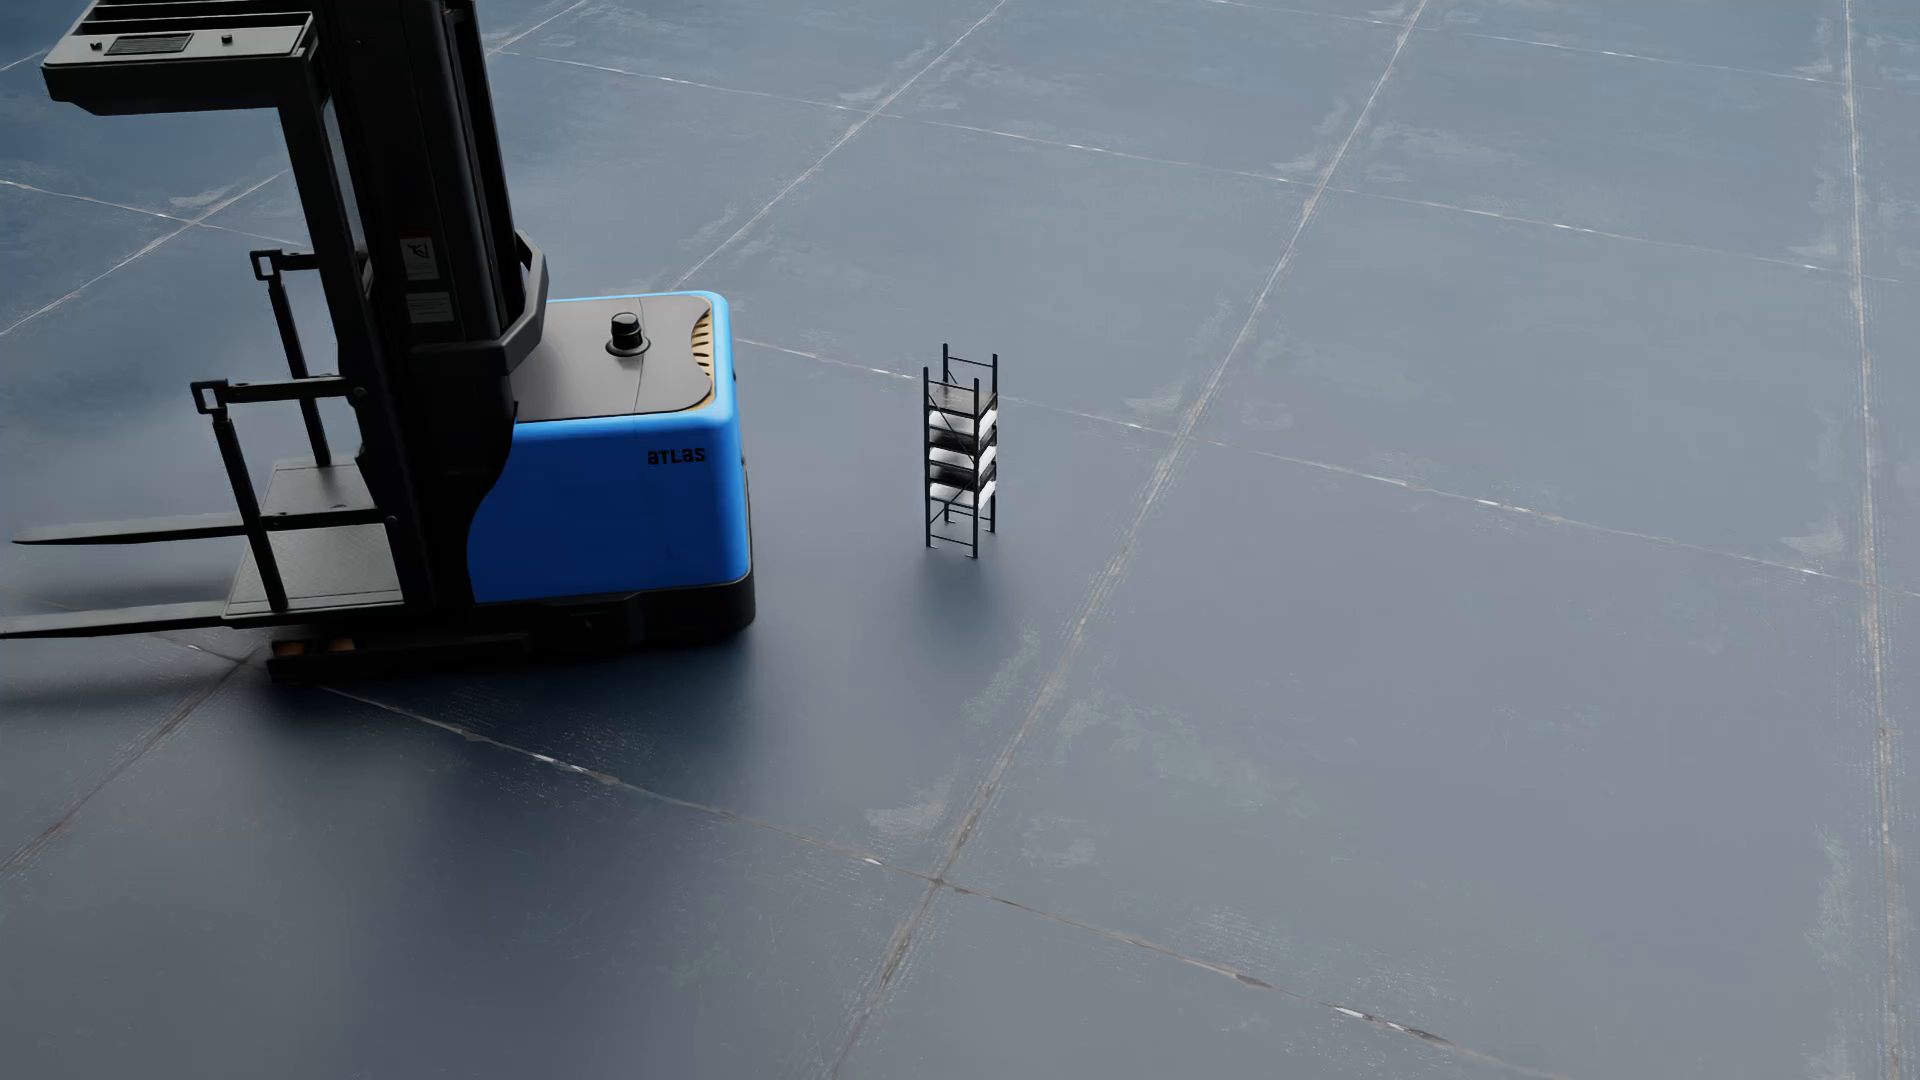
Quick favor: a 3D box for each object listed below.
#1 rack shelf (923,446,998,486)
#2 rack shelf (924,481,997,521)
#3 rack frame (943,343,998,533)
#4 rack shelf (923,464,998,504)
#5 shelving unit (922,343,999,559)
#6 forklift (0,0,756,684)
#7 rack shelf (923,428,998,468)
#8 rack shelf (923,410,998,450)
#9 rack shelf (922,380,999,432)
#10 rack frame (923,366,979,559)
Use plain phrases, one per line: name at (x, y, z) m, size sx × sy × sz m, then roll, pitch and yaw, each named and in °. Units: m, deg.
rack shelf at (0.003, -0.338, 7.007) m, size 0.258 × 0.077 × 0.200 m, roll 14°, pitch 39°, yaw 18°
rack shelf at (0.003, -0.194, 7.114) m, size 0.258 × 0.077 × 0.200 m, roll 14°, pitch 39°, yaw 18°
rack frame at (0.042, -0.421, 7.062) m, size 0.240 × 0.900 × 0.006 m, roll 14°, pitch 39°, yaw 18°
rack shelf at (0.003, -0.266, 7.060) m, size 0.258 × 0.077 × 0.200 m, roll 14°, pitch 39°, yaw 18°
shelving unit at (0.003, -0.365, 6.987) m, size 0.258 × 0.900 × 0.210 m, roll 14°, pitch 39°, yaw 18°
forklift at (-2.384, -0.948, 6.070) m, size 3.031 × 2.935 × 1.130 m, roll -5°, pitch 37°, yaw -6°
rack shelf at (0.003, -0.410, 6.953) m, size 0.258 × 0.077 × 0.200 m, roll 14°, pitch 39°, yaw 18°
rack shelf at (0.003, -0.482, 6.899) m, size 0.258 × 0.077 × 0.200 m, roll 14°, pitch 39°, yaw 18°
rack shelf at (0.003, -0.555, 6.845) m, size 0.258 × 0.077 × 0.200 m, roll 14°, pitch 39°, yaw 18°
rack frame at (-0.036, -0.309, 6.911) m, size 0.240 × 0.900 × 0.006 m, roll 14°, pitch 39°, yaw 18°
